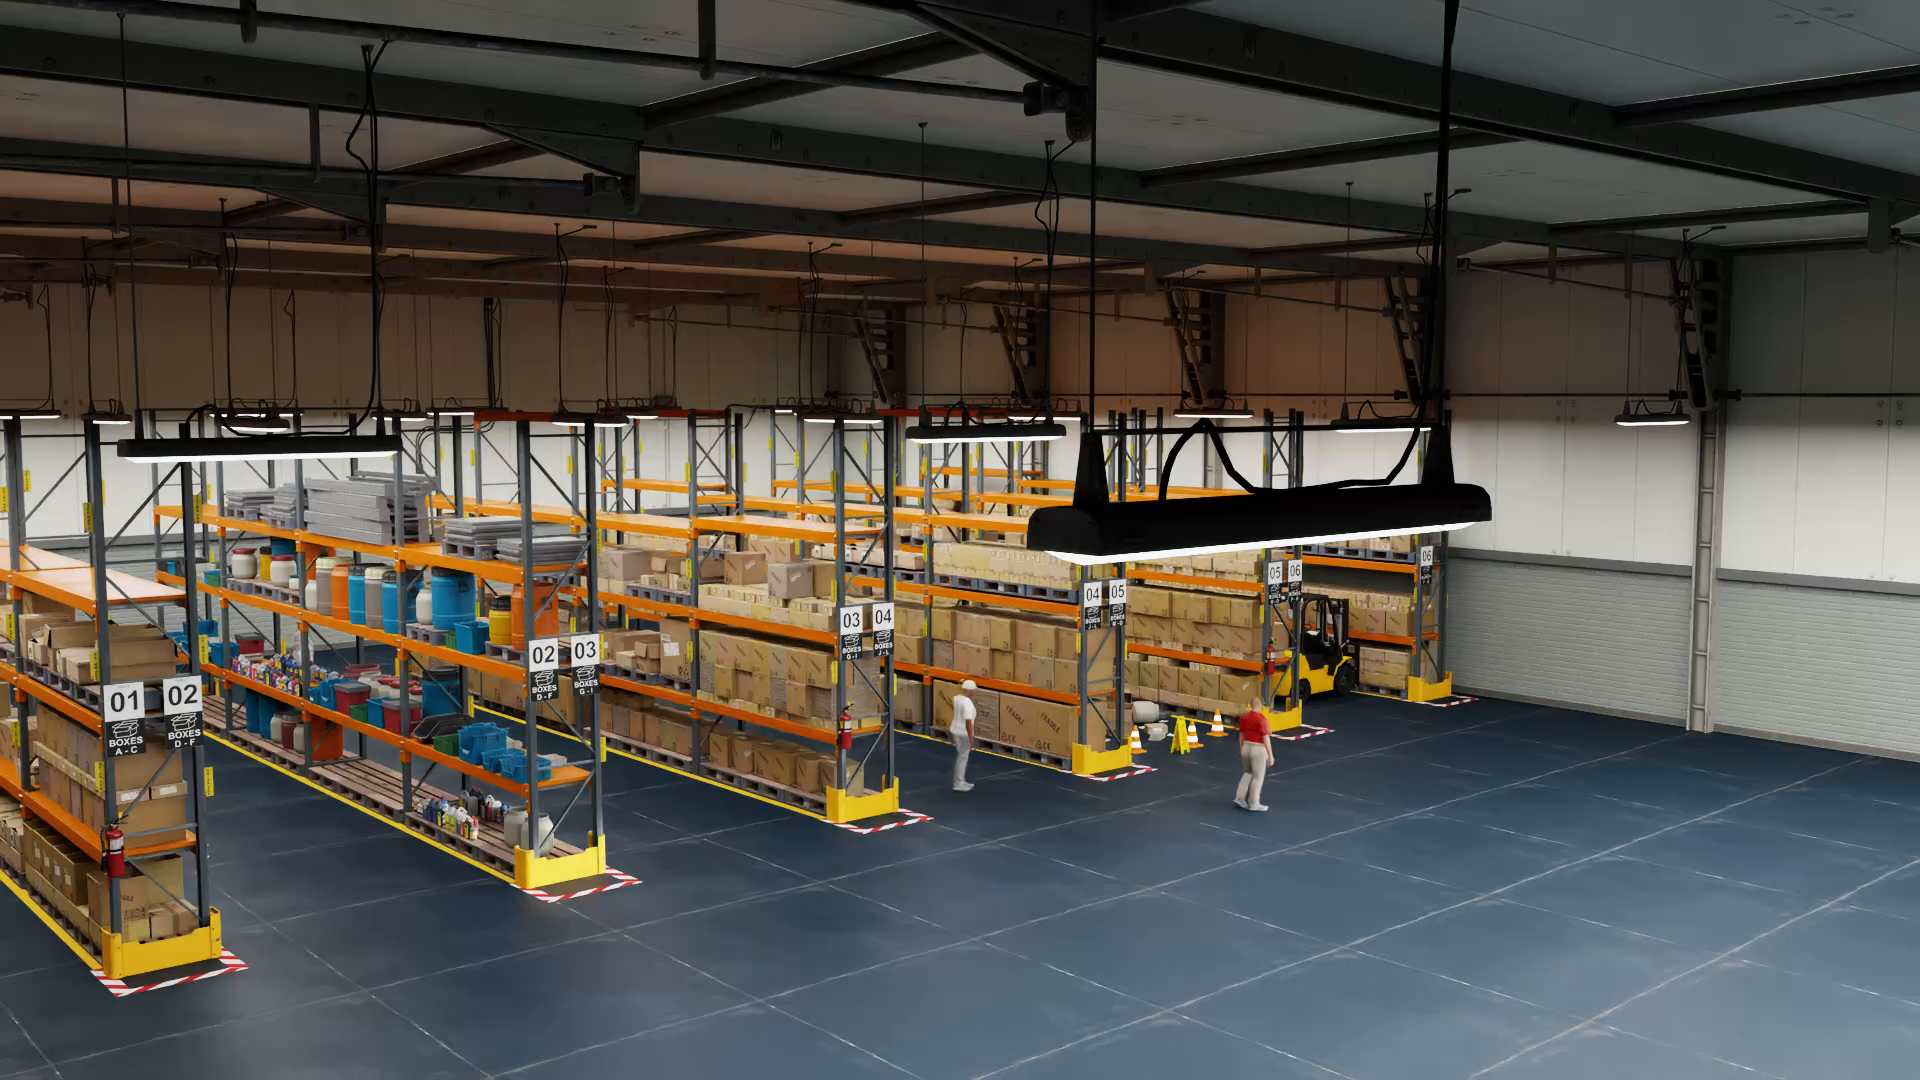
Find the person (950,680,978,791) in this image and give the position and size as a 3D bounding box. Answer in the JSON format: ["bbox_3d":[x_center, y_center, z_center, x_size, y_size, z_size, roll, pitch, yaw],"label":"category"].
[{"bbox_3d":[0.082,3.117,26.634,0.449,1.774,0.617,-1,5,-15],"label":"person"}]

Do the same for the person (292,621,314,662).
[{"bbox_3d":[-13.302,2.476,33.766,0.604,1.761,0.453,4,6,38],"label":"person"}]

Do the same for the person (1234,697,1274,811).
[{"bbox_3d":[4.516,3.272,25.305,0.366,1.766,0.636,-4,6,-35],"label":"person"}]
